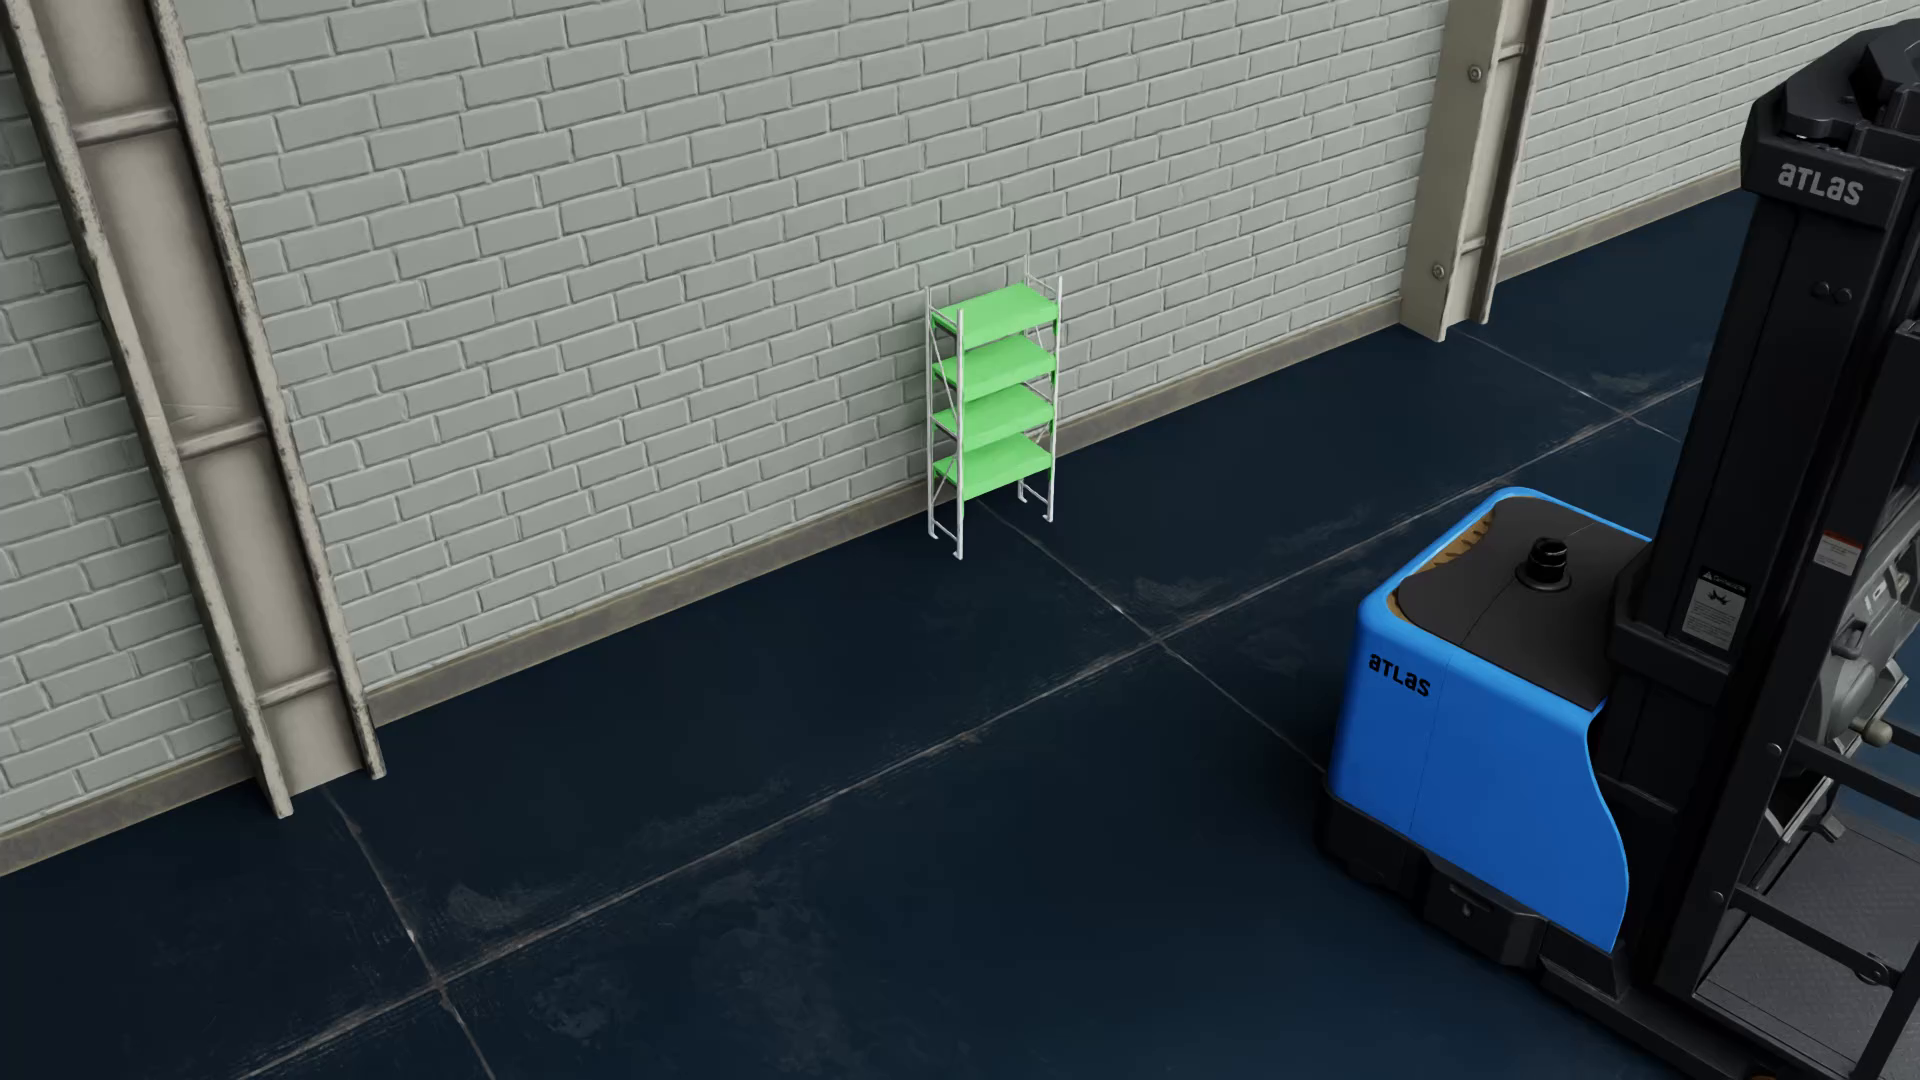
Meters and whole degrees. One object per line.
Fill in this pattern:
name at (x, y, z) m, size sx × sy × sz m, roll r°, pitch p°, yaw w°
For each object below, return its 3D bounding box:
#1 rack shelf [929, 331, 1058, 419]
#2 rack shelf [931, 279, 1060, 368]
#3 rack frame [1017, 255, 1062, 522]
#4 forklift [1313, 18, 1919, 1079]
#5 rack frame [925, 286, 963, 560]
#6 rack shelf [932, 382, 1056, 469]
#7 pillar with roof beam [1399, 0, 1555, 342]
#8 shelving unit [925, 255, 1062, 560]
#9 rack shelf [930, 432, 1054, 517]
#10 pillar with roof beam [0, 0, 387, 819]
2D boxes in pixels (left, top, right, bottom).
rack shelf at (0.135, -0.686, 6.874) m, size 0.480 × 0.148 × 0.258 m, roll -22°, pitch 41°, yaw -28°
rack shelf at (0.135, -0.881, 6.734) m, size 0.480 × 0.148 × 0.258 m, roll -22°, pitch 41°, yaw -28°
rack frame at (0.335, -0.625, 7.091) m, size 0.015 × 1.200 × 0.240 m, roll -22°, pitch 41°, yaw -28°
forklift at (2.631, 0.271, 4.363) m, size 3.031 × 2.935 × 1.130 m, roll 29°, pitch 45°, yaw 34°
rack frame at (-0.064, -0.461, 6.863) m, size 0.015 × 1.200 × 0.240 m, roll -22°, pitch 41°, yaw -28°
rack shelf at (0.135, -0.491, 7.014) m, size 0.480 × 0.148 × 0.258 m, roll -22°, pitch 41°, yaw -28°
pillar with roof beam at (5.048, -2.768, 3.392) m, size 0.400 × 9.000 × 9.100 m, roll -22°, pitch 41°, yaw -28°
shelving unit at (0.135, -0.543, 6.977) m, size 0.503 × 1.200 × 0.258 m, roll -22°, pitch 41°, yaw -28°
rack shelf at (0.135, -0.296, 7.155) m, size 0.480 × 0.148 × 0.258 m, roll -22°, pitch 41°, yaw -28°
pillar with roof beam at (0.143, -0.750, 0.586) m, size 0.400 × 9.000 × 9.100 m, roll -22°, pitch 41°, yaw -28°
